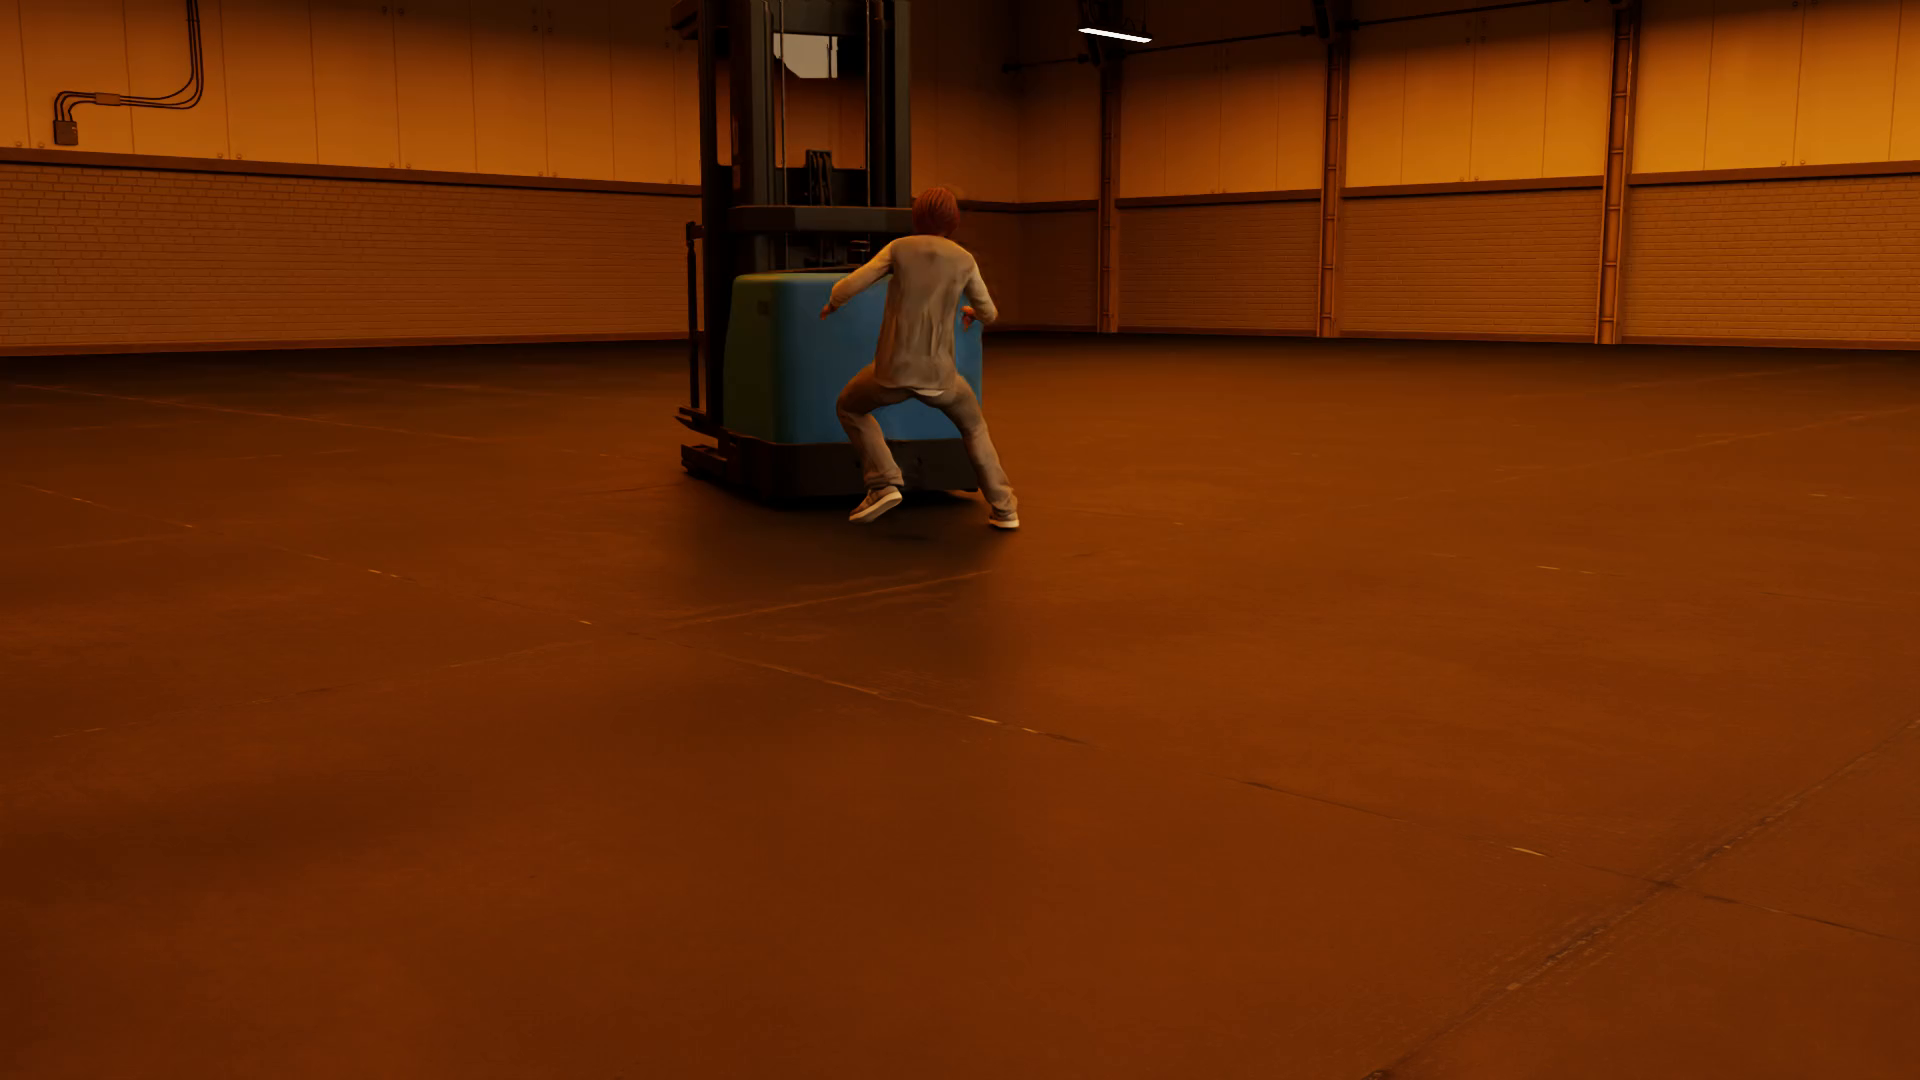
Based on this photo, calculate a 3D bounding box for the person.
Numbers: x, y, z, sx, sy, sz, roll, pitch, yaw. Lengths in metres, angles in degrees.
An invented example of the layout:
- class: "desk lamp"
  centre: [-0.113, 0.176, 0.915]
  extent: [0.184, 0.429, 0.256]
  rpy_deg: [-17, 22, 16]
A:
- class: "person"
  centre: [-0.522, -0.719, 6.866]
  extent: [0.927, 1.436, 0.872]
  rpy_deg: [6, 10, 35]

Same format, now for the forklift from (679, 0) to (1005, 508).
- class: "forklift"
  centre: [-0.807, -1.773, 8.652]
  extent: [1.130, 2.935, 3.031]
  rpy_deg: [-3, 9, -21]
